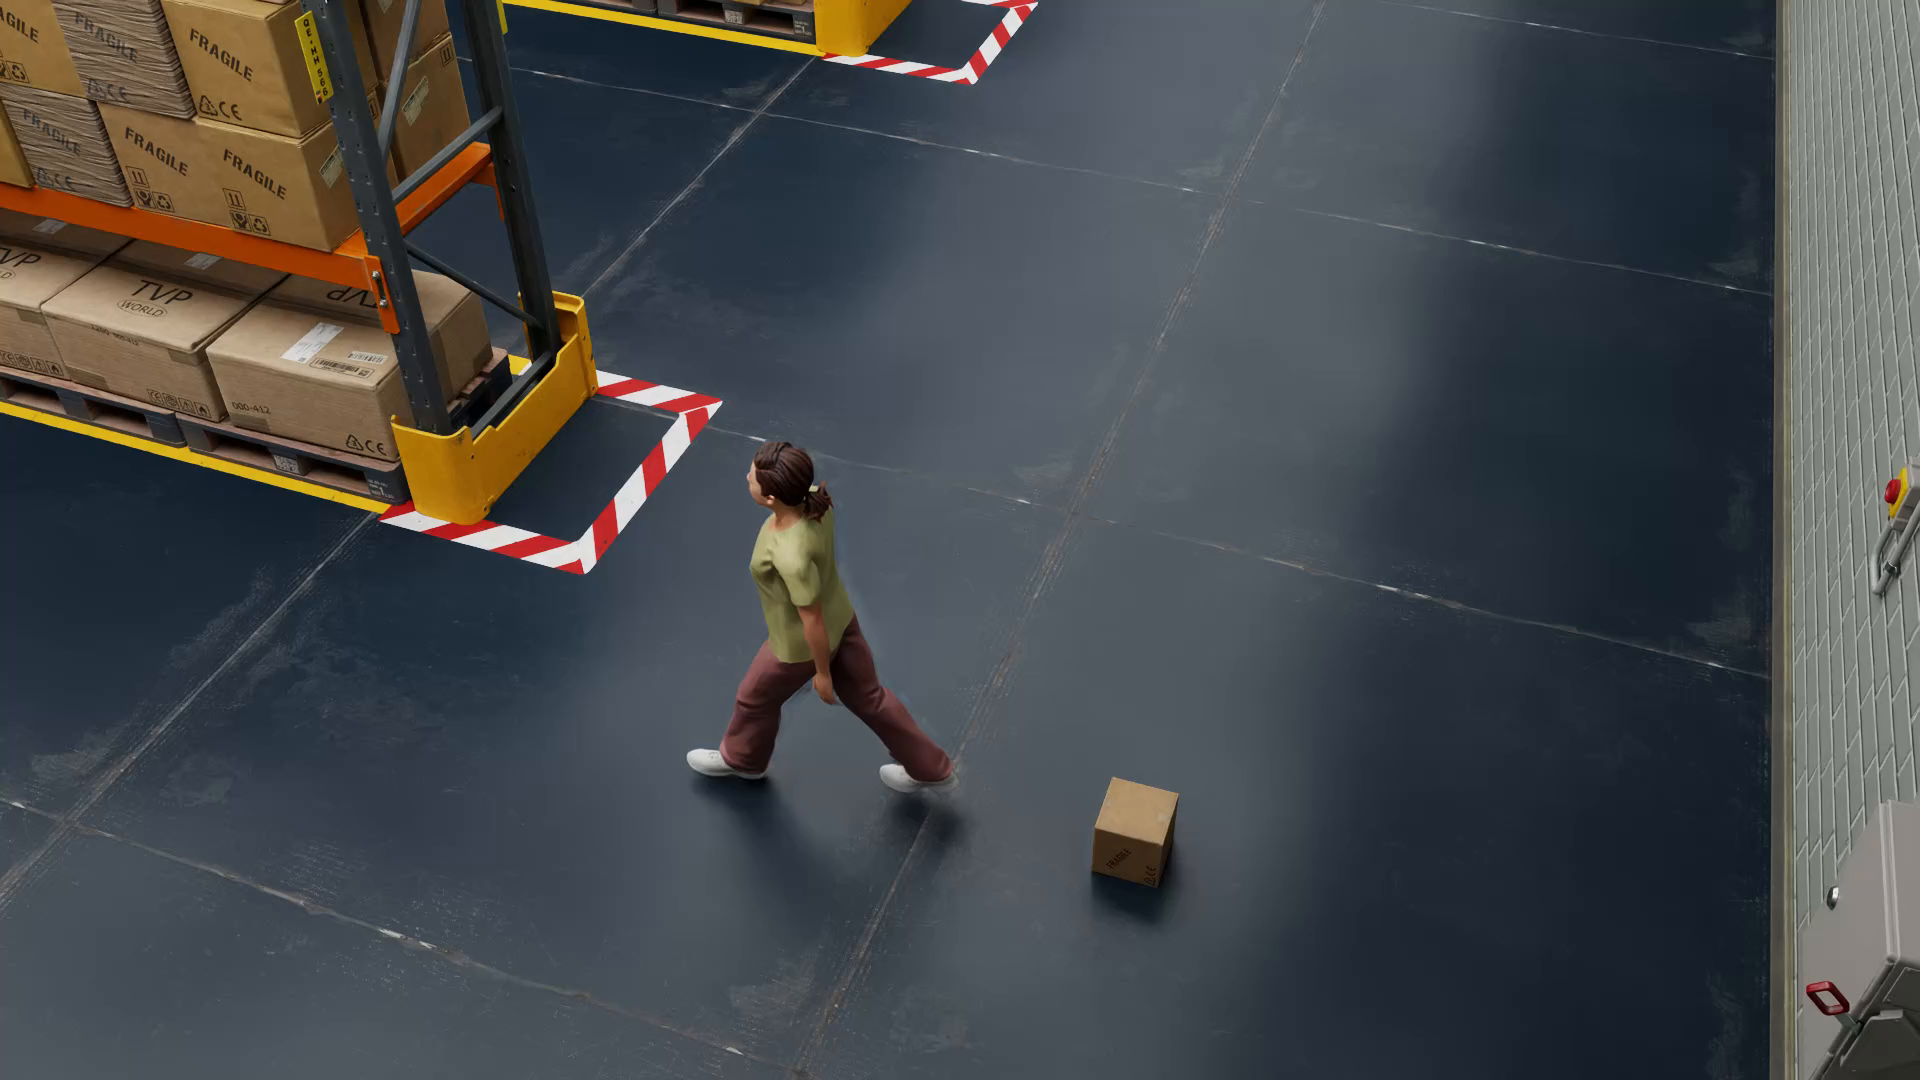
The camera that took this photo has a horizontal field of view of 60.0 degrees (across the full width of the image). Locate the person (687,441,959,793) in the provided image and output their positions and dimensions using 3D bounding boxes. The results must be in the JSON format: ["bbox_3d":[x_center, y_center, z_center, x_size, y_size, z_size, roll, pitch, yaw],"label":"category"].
[{"bbox_3d":[-0.511,0.305,5.834,1.047,1.619,0.463,11,43,12],"label":"person"}]
